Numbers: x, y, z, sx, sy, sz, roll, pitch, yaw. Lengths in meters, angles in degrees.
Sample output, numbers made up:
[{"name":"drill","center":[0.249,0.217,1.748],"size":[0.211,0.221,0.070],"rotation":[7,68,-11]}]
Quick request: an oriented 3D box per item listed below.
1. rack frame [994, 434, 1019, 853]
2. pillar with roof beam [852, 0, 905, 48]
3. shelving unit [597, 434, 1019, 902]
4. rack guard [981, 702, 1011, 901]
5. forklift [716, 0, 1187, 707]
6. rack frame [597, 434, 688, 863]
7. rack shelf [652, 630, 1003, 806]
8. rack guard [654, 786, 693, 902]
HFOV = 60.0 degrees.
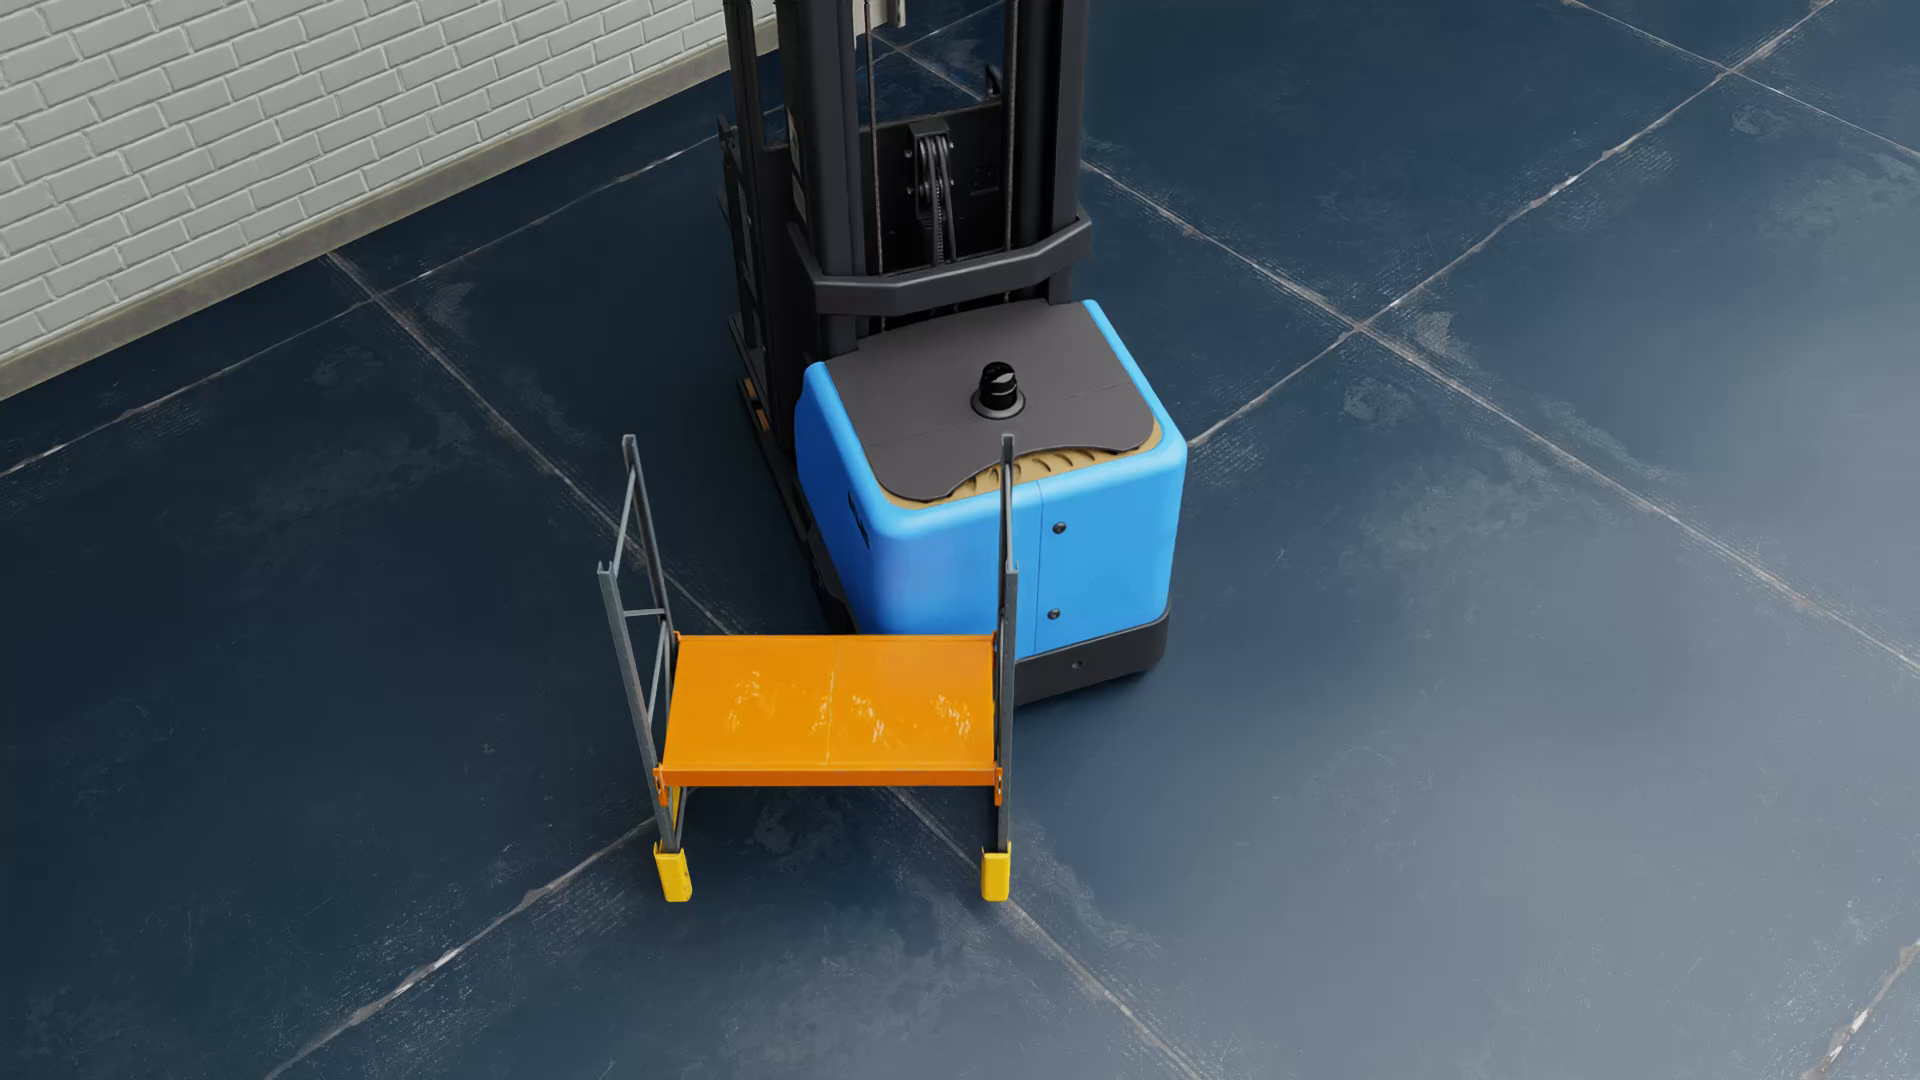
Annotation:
[{"name":"rack frame","center":[0.129,0.406,4.855],"size":[0.032,1.500,0.500],"rotation":[0,47,0]},{"name":"pillar with roof beam","center":[2.363,-3.415,3.278],"size":[0.400,9.000,9.100],"rotation":[-34,56,-27]},{"name":"shelving unit","center":[-0.388,0.407,4.854],"size":[1.083,1.500,0.587],"rotation":[0,47,0]},{"name":"rack guard","center":[0.110,0.830,5.314],"size":[0.087,0.250,0.587],"rotation":[0,47,0]},{"name":"forklift","center":[-0.257,-1.446,5.590],"size":[1.130,2.935,3.031],"rotation":[-15,49,-13]},{"name":"rack frame","center":[-0.887,0.408,4.853],"size":[0.032,1.500,0.500],"rotation":[0,47,0]},{"name":"rack shelf","center":[-0.379,0.529,4.986],"size":[1.000,0.185,0.538],"rotation":[0,47,0]},{"name":"rack guard","center":[-0.886,0.832,5.312],"size":[0.087,0.250,0.587],"rotation":[0,47,0]}]
